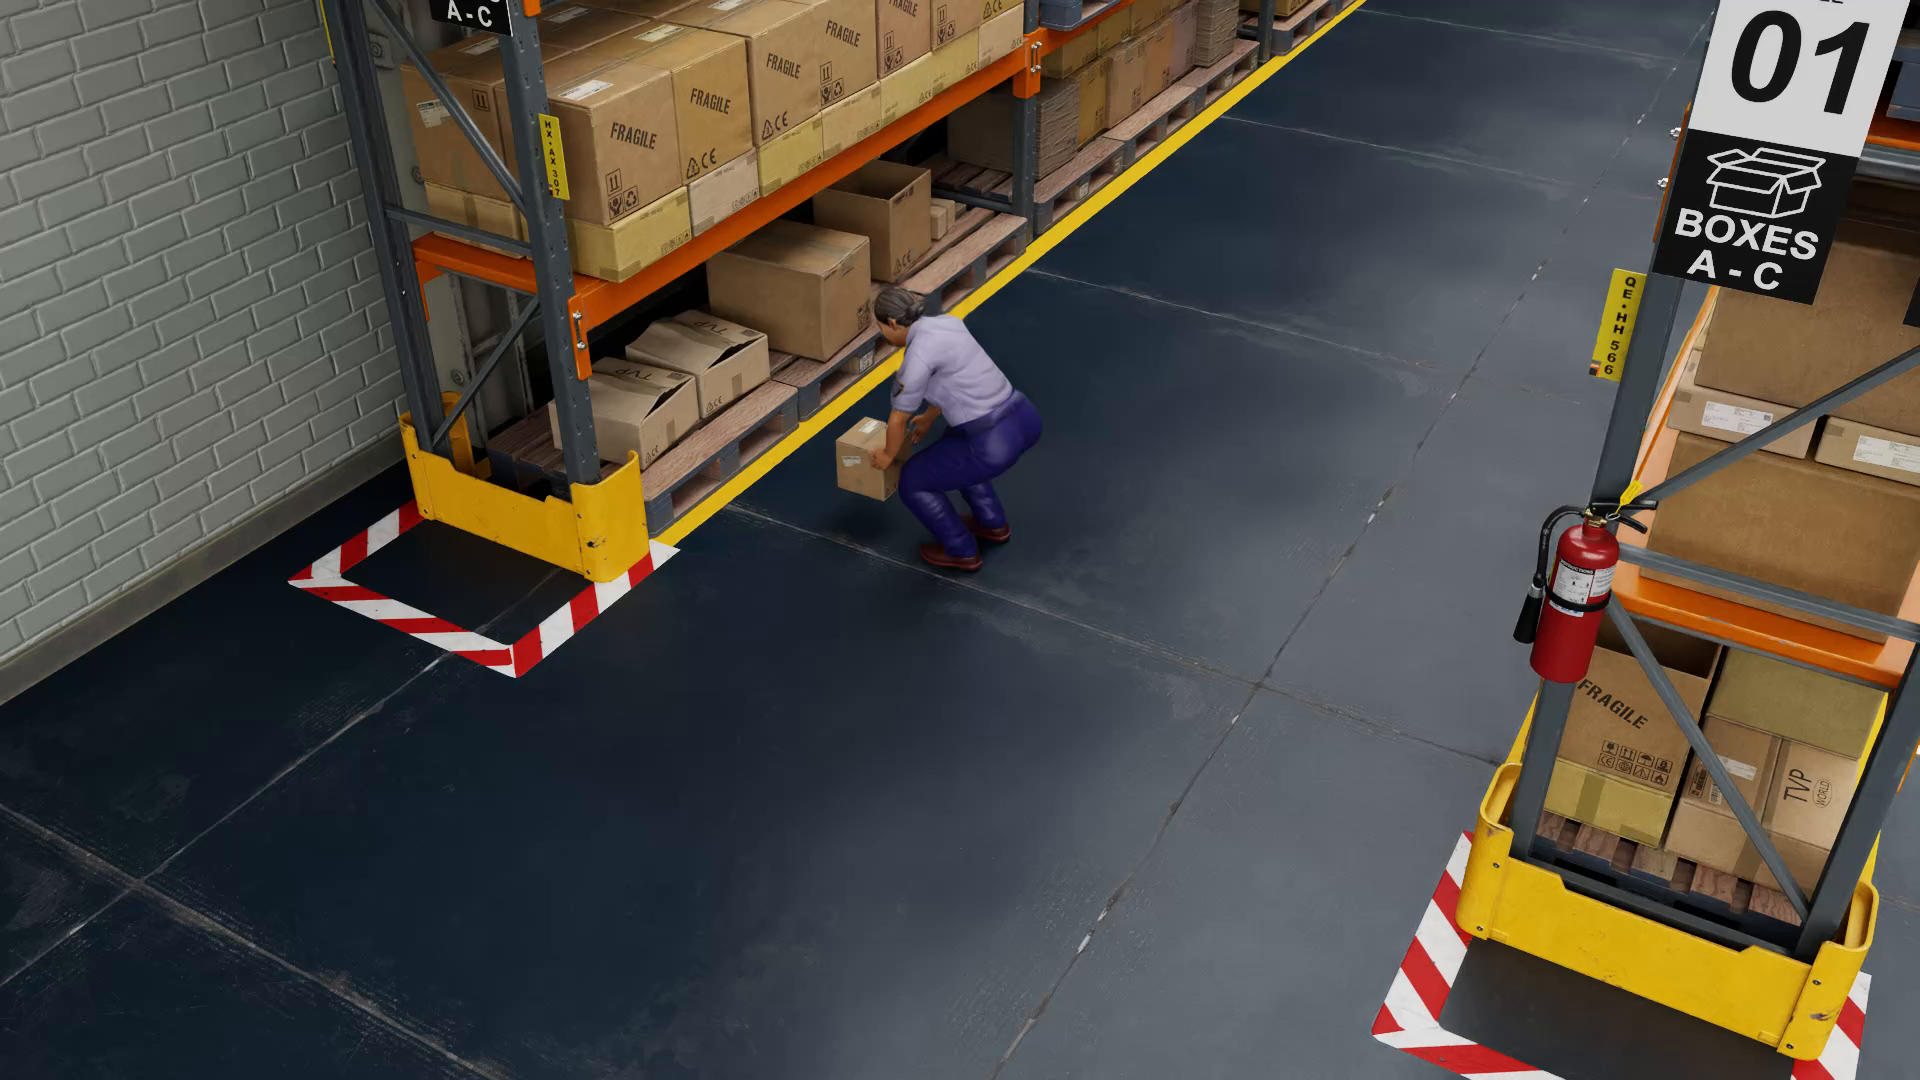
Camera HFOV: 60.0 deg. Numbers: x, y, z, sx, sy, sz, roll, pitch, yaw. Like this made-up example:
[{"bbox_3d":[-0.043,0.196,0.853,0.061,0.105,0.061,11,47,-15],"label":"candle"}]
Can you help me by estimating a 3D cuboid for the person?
[{"bbox_3d":[-0.035,-0.471,7.224,0.727,1.230,0.540,18,38,24],"label":"person"}]
